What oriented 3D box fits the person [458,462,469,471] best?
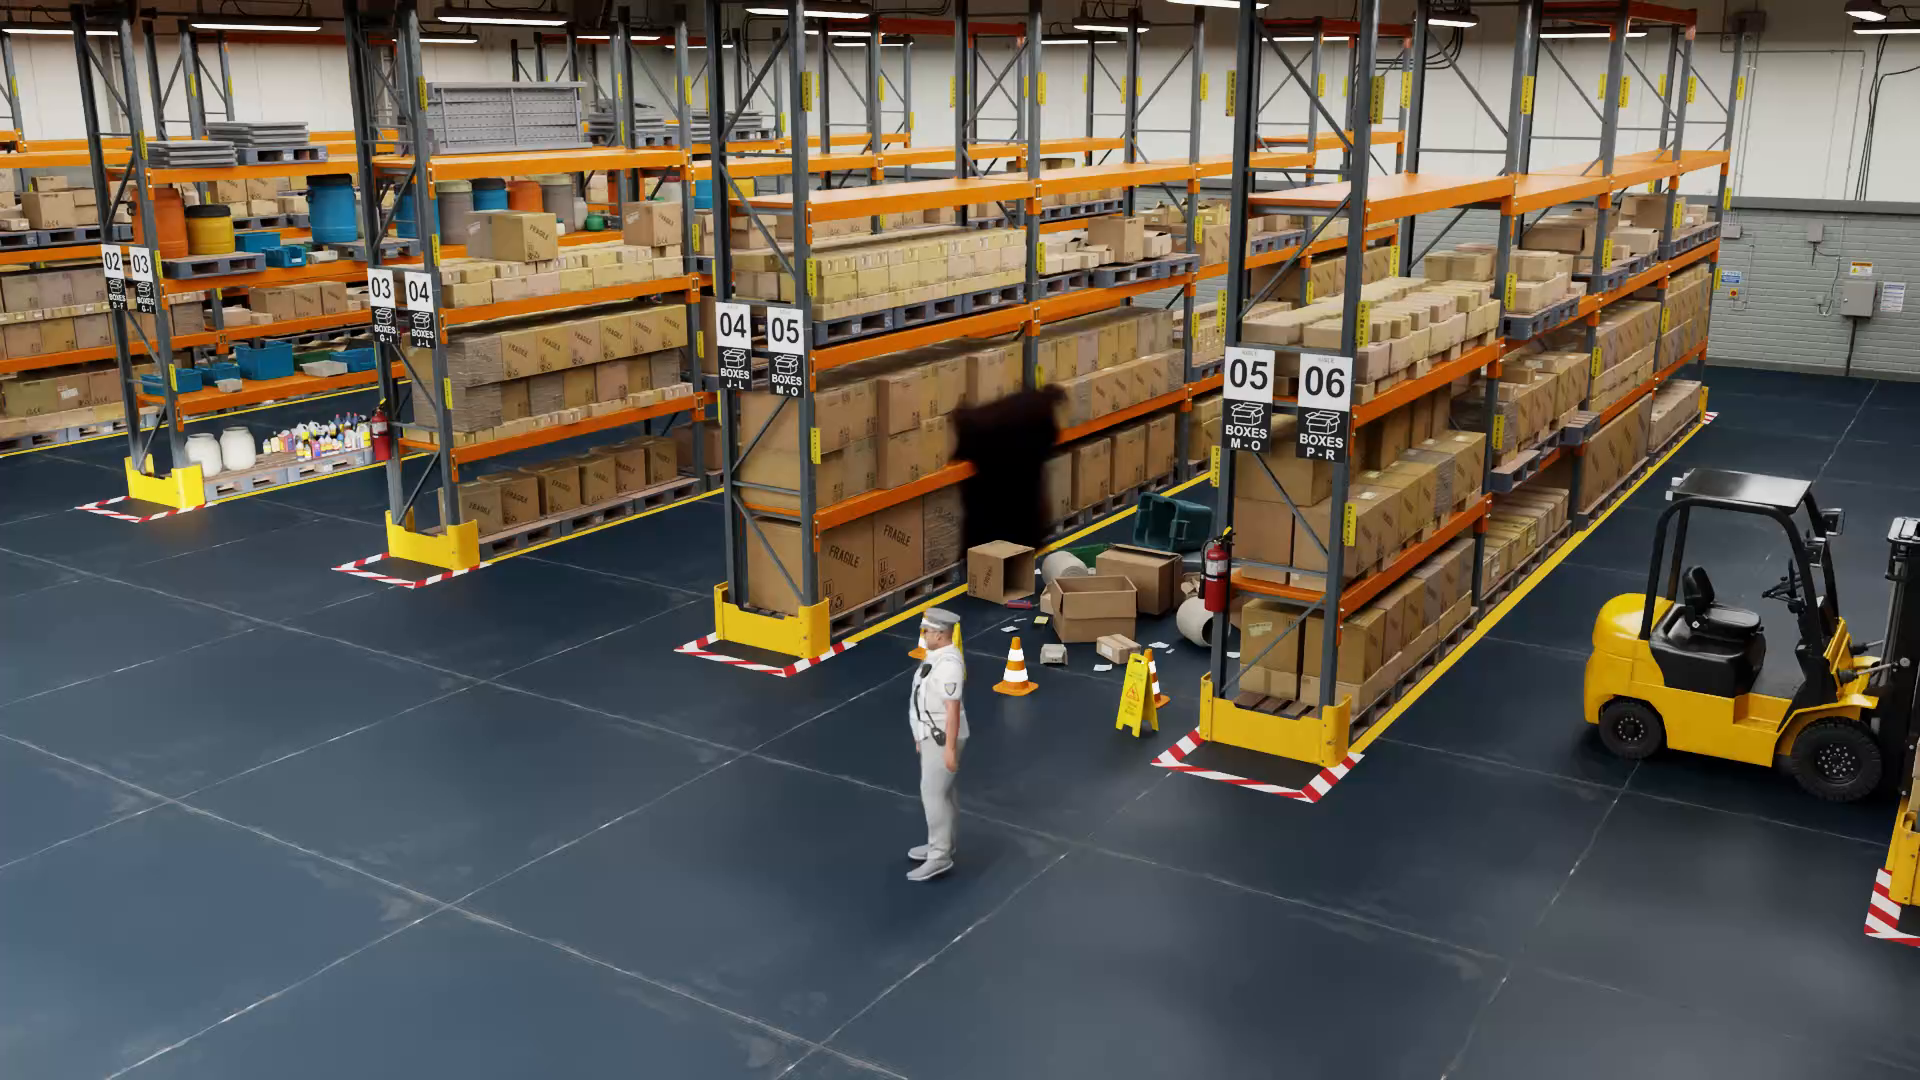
[{"bbox_3d":[-6.958,-1.790,22.592,0.530,1.777,0.532,-1,16,-4],"label":"person"}]

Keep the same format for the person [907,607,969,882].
[{"bbox_3d":[-0.164,1.347,11.154,0.440,1.787,0.630,-1,16,-5],"label":"person"}]

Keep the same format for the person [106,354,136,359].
[{"bbox_3d":[-14.414,-3.424,28.553,0.643,1.645,0.630,5,16,19],"label":"person"}]
